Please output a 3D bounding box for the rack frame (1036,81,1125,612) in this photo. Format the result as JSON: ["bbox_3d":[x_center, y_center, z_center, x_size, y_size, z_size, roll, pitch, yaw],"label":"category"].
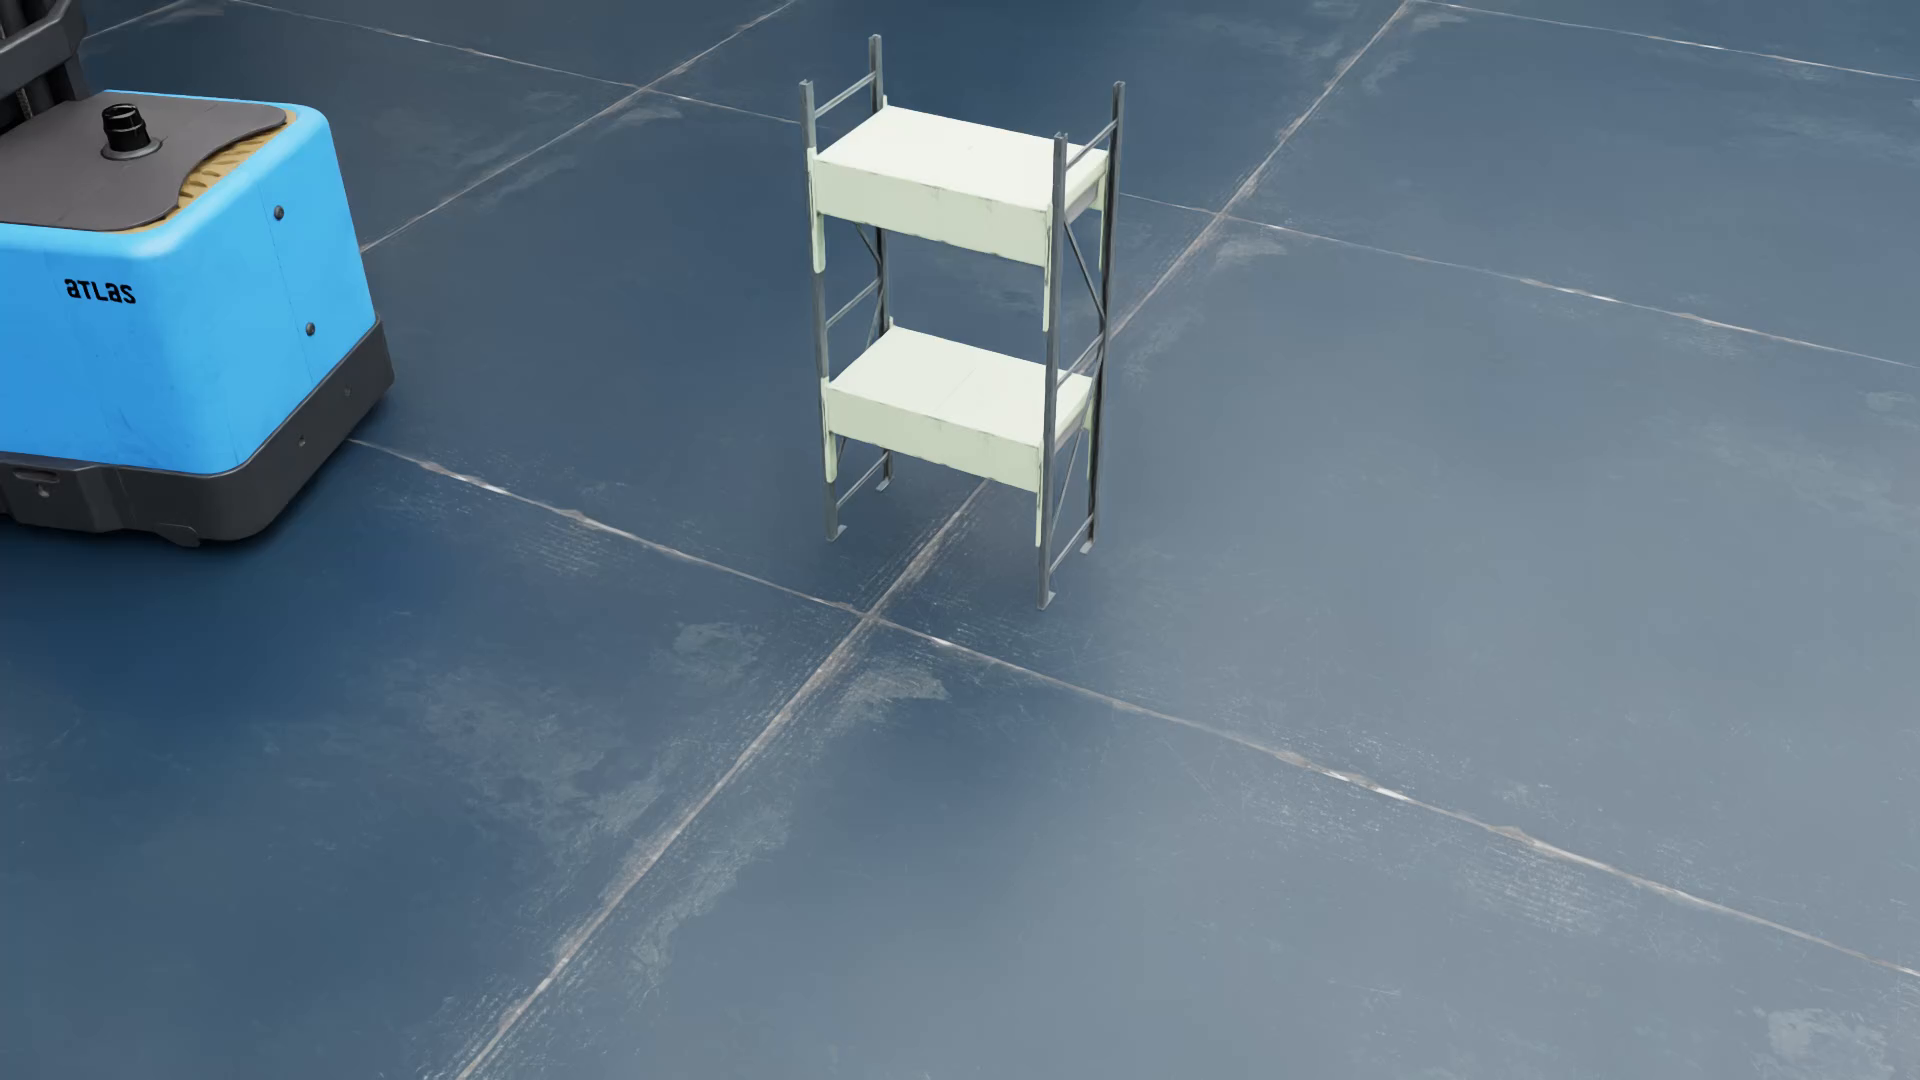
[{"bbox_3d":[0.331,-0.494,4.660,0.023,1.500,0.400,17,41,21],"label":"rack frame"}]

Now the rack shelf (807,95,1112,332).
[{"bbox_3d":[0.006,-0.906,4.558,0.720,0.370,0.431,17,41,21],"label":"rack shelf"}]

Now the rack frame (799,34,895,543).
[{"bbox_3d":[-0.319,-0.697,4.928,0.023,1.500,0.400,17,41,21],"label":"rack frame"}]

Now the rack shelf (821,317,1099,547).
[{"bbox_3d":[0.006,-0.336,4.991,0.720,0.370,0.431,17,41,21],"label":"rack shelf"}]

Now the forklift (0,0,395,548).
[{"bbox_3d":[-3.566,-1.580,4.907,3.031,2.935,1.130,7,38,9],"label":"forklift"}]

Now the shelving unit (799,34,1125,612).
[{"bbox_3d":[0.006,-0.596,4.794,0.755,1.500,0.431,17,41,21],"label":"shelving unit"}]
